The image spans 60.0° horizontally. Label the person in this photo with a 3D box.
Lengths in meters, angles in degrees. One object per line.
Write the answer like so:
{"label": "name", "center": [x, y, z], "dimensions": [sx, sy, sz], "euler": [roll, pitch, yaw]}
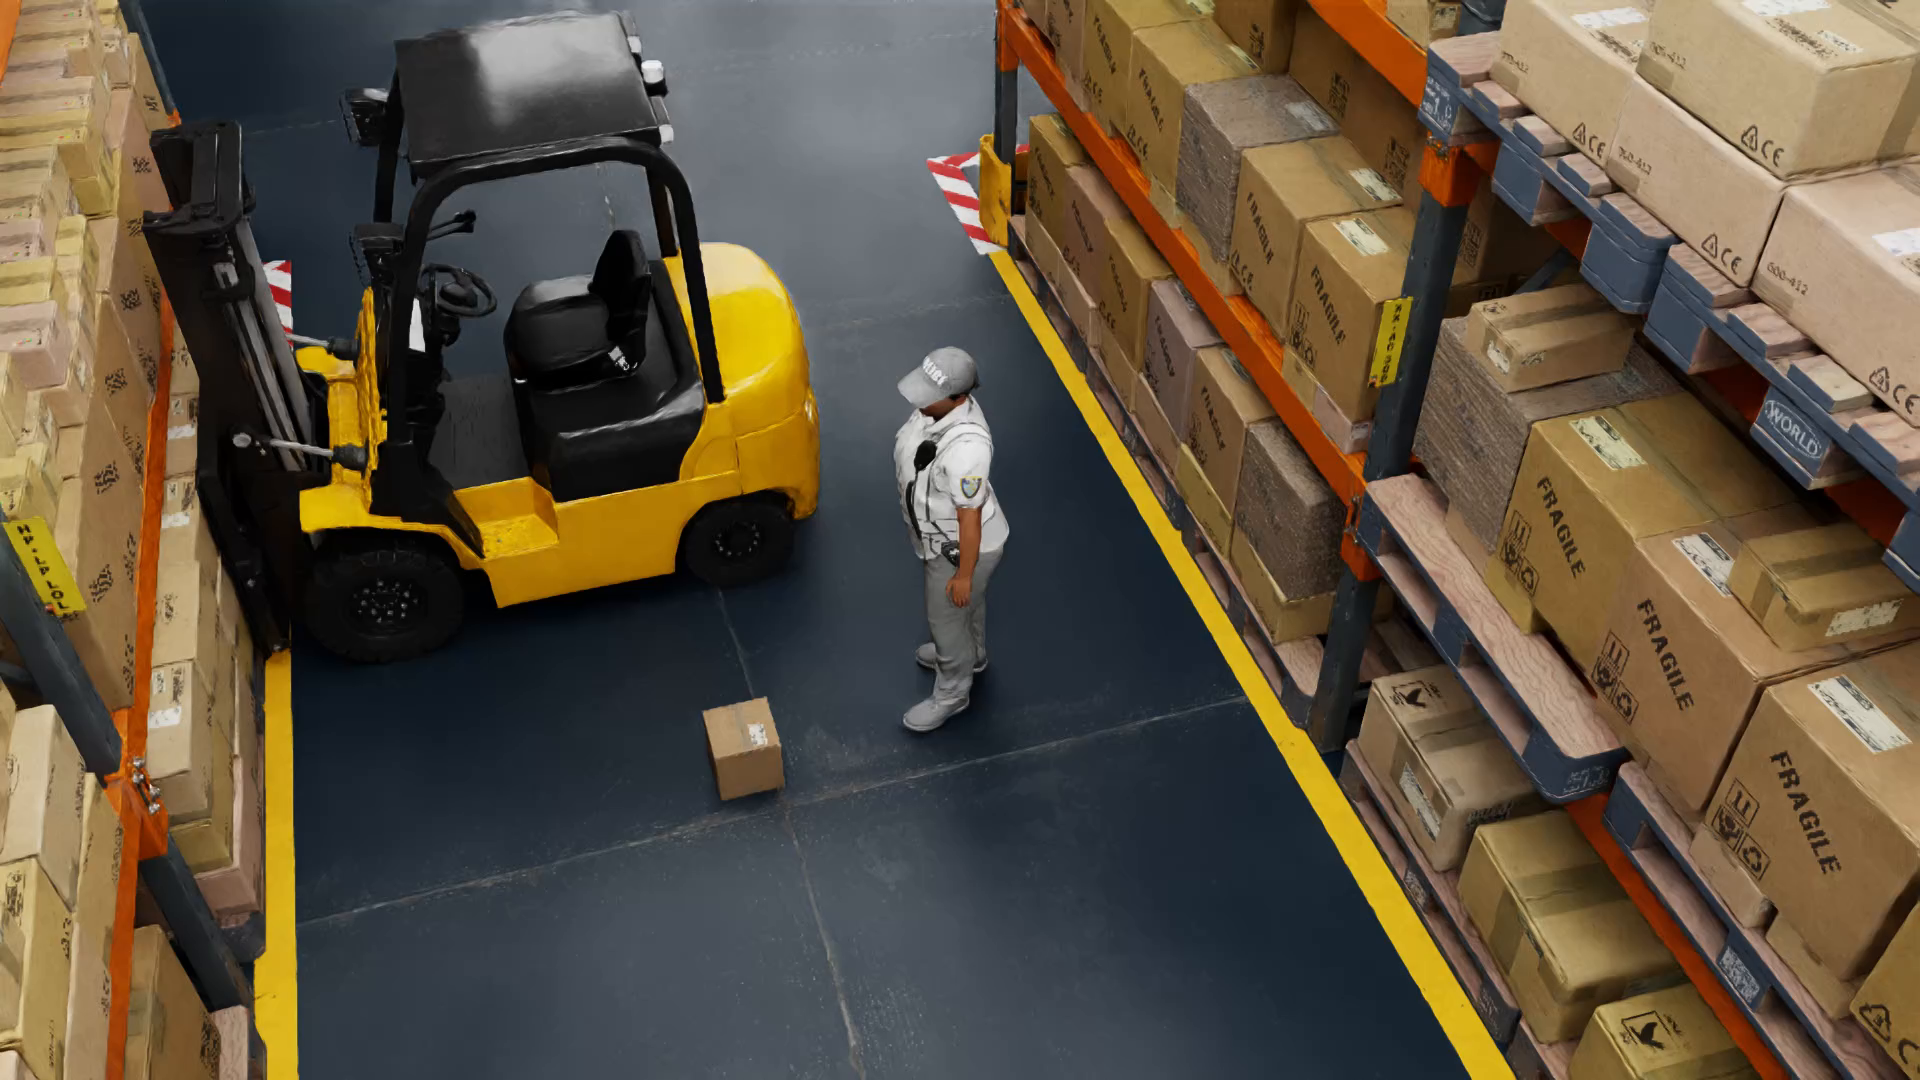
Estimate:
{"label": "person", "center": [-0.057, -0.026, 6.163], "dimensions": [0.434, 1.667, 0.579], "euler": [-9, 43, -10]}
